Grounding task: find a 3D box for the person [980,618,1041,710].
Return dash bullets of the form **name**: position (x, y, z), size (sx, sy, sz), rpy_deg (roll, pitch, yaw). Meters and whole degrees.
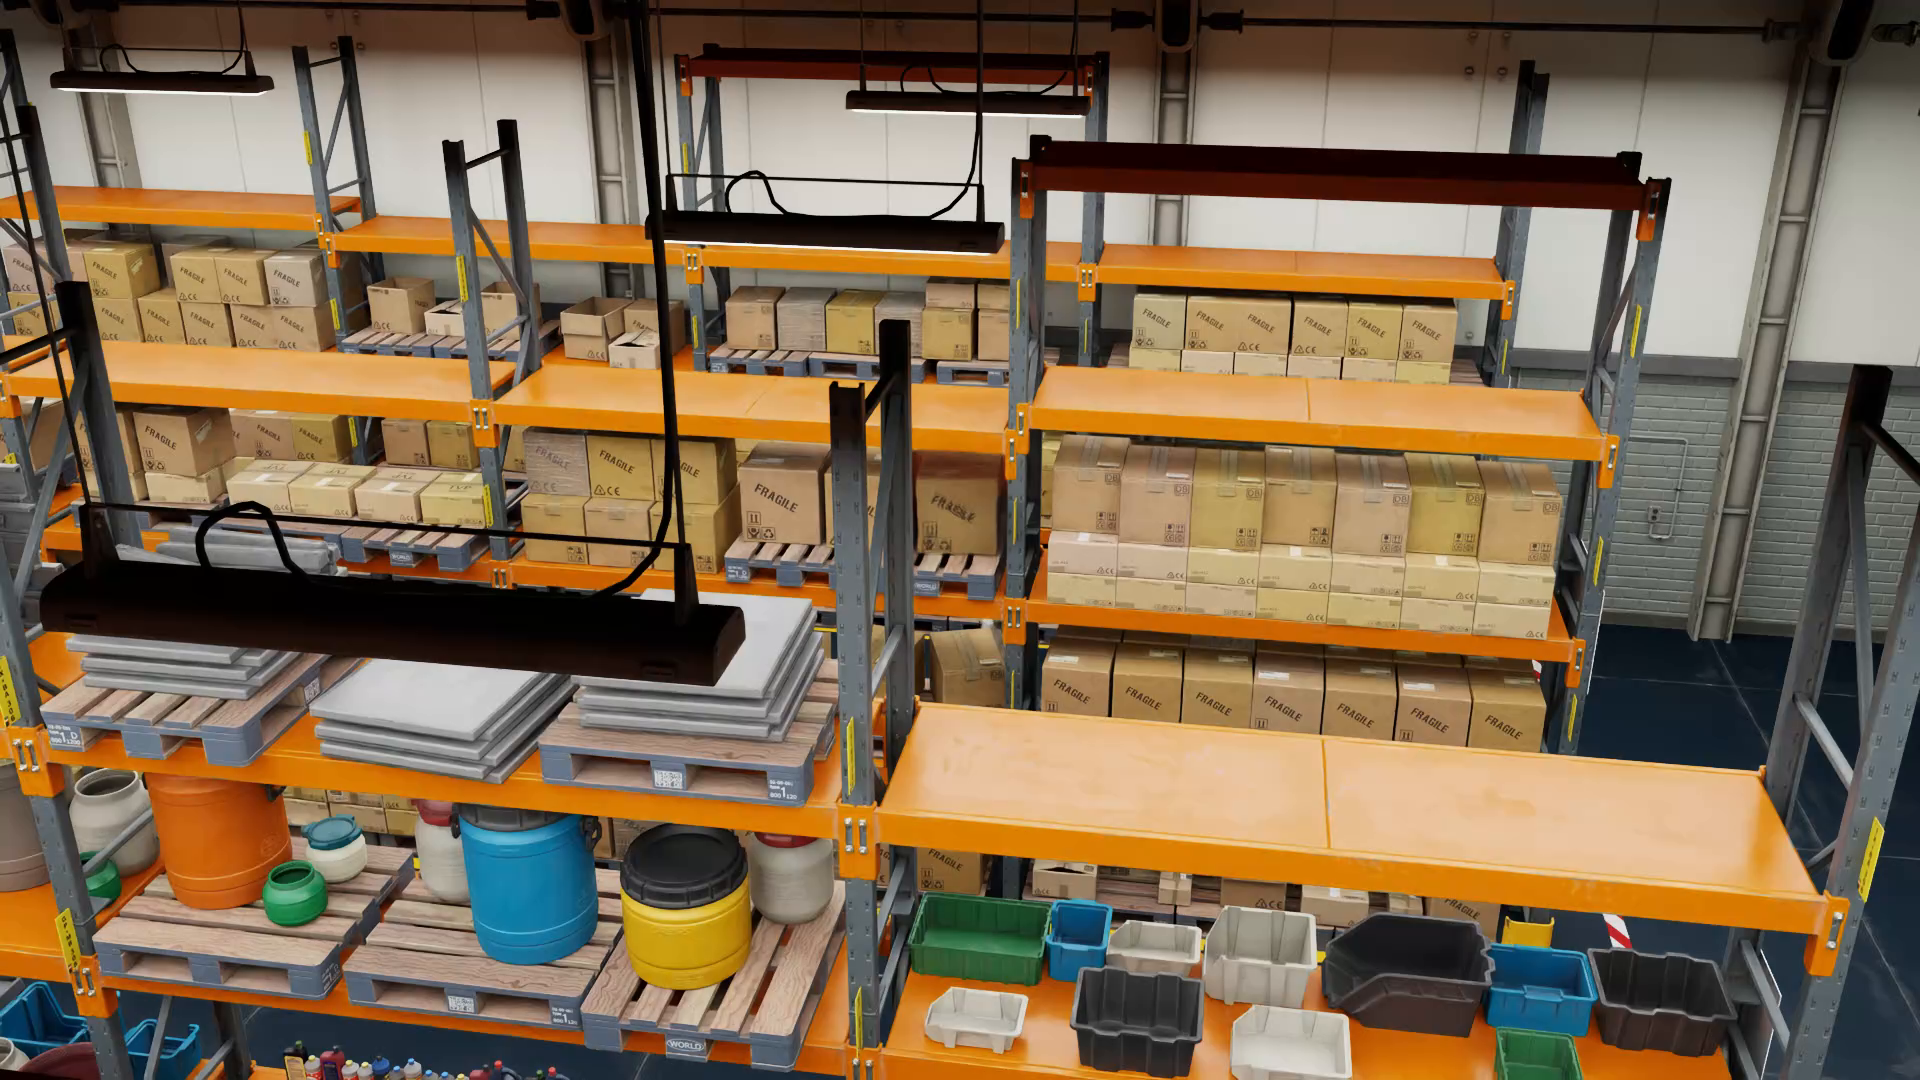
- **person**: position (0.284, 0.953, 15.461), size (1.015, 1.536, 0.537), rpy_deg (-2, 23, -5)
